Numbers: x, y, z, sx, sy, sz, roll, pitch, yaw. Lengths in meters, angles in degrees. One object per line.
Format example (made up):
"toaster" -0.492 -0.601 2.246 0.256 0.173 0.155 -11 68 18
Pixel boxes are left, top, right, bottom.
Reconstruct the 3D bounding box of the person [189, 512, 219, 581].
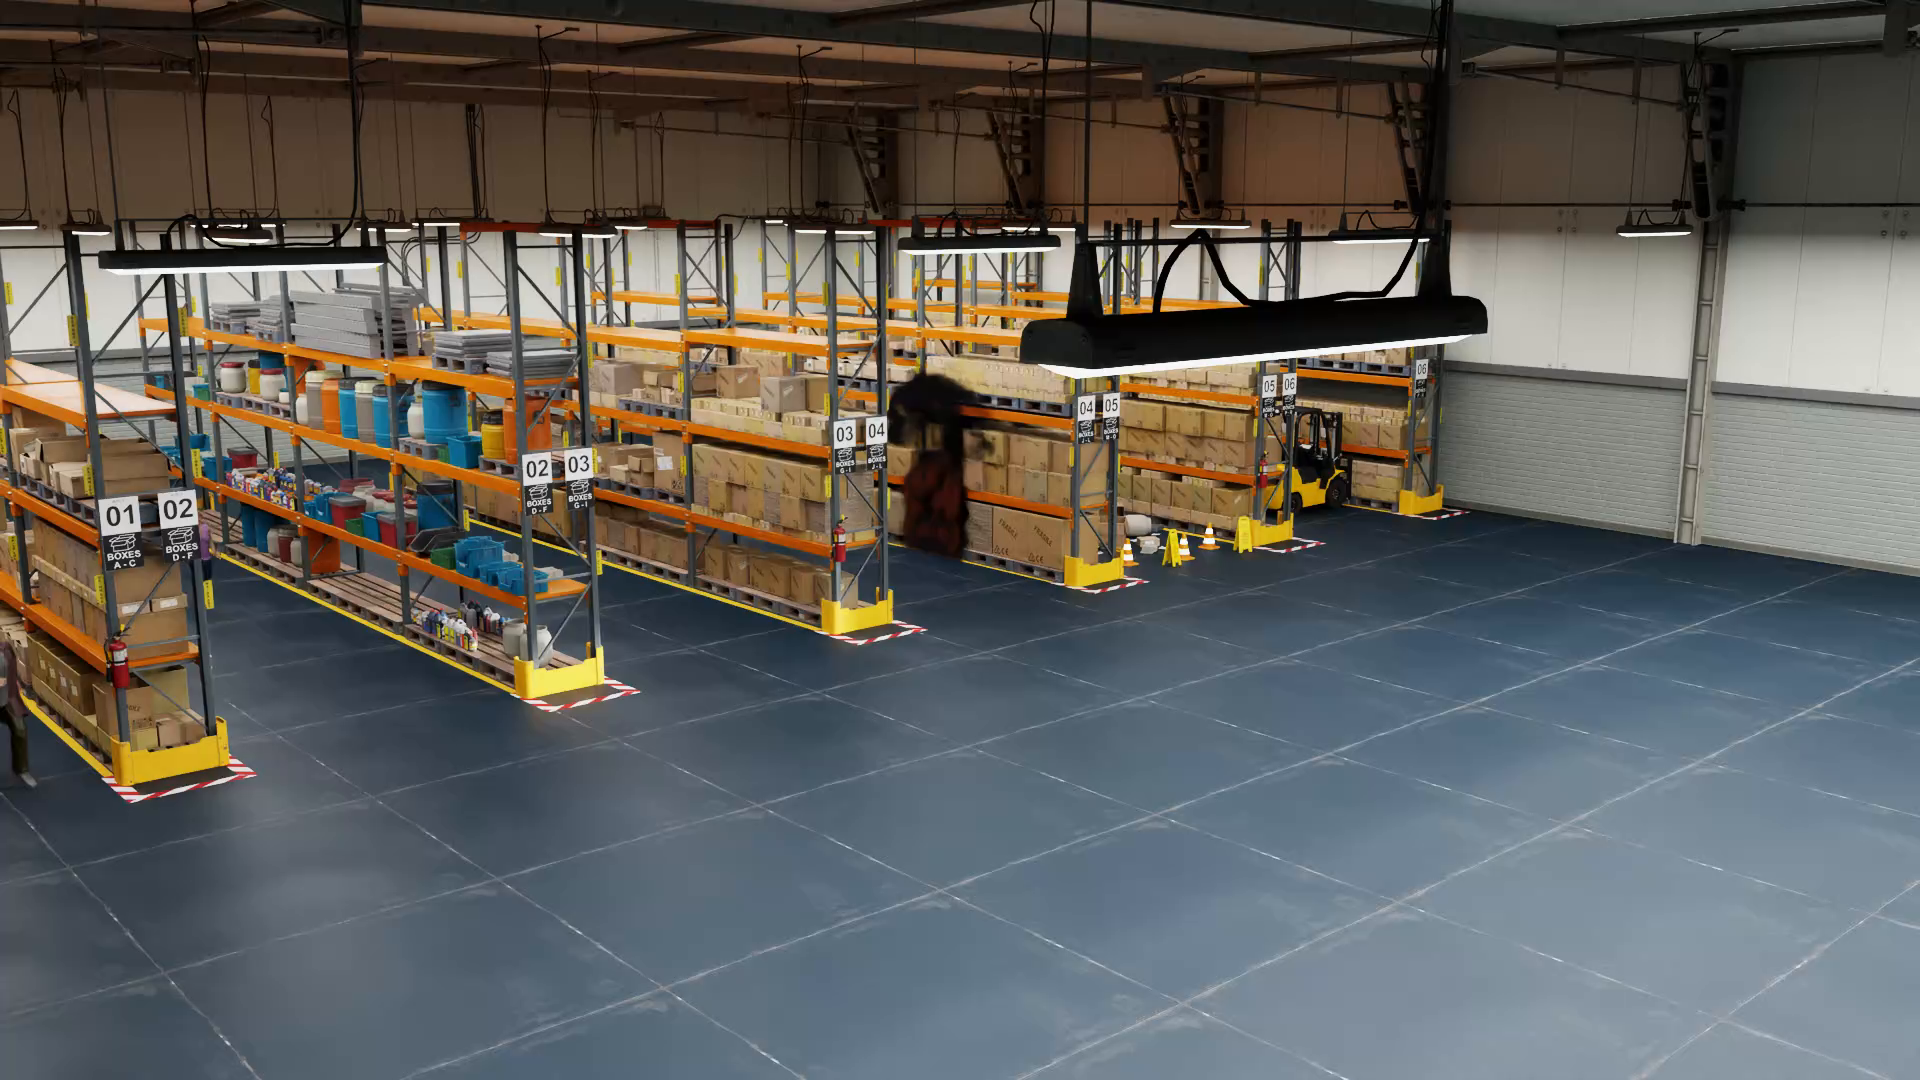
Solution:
"person" -12.168 0.299 26.516 0.673 1.562 0.525 10 15 41

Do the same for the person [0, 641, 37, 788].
"person" -10.643 1.817 18.341 0.882 1.834 0.689 9 14 37
